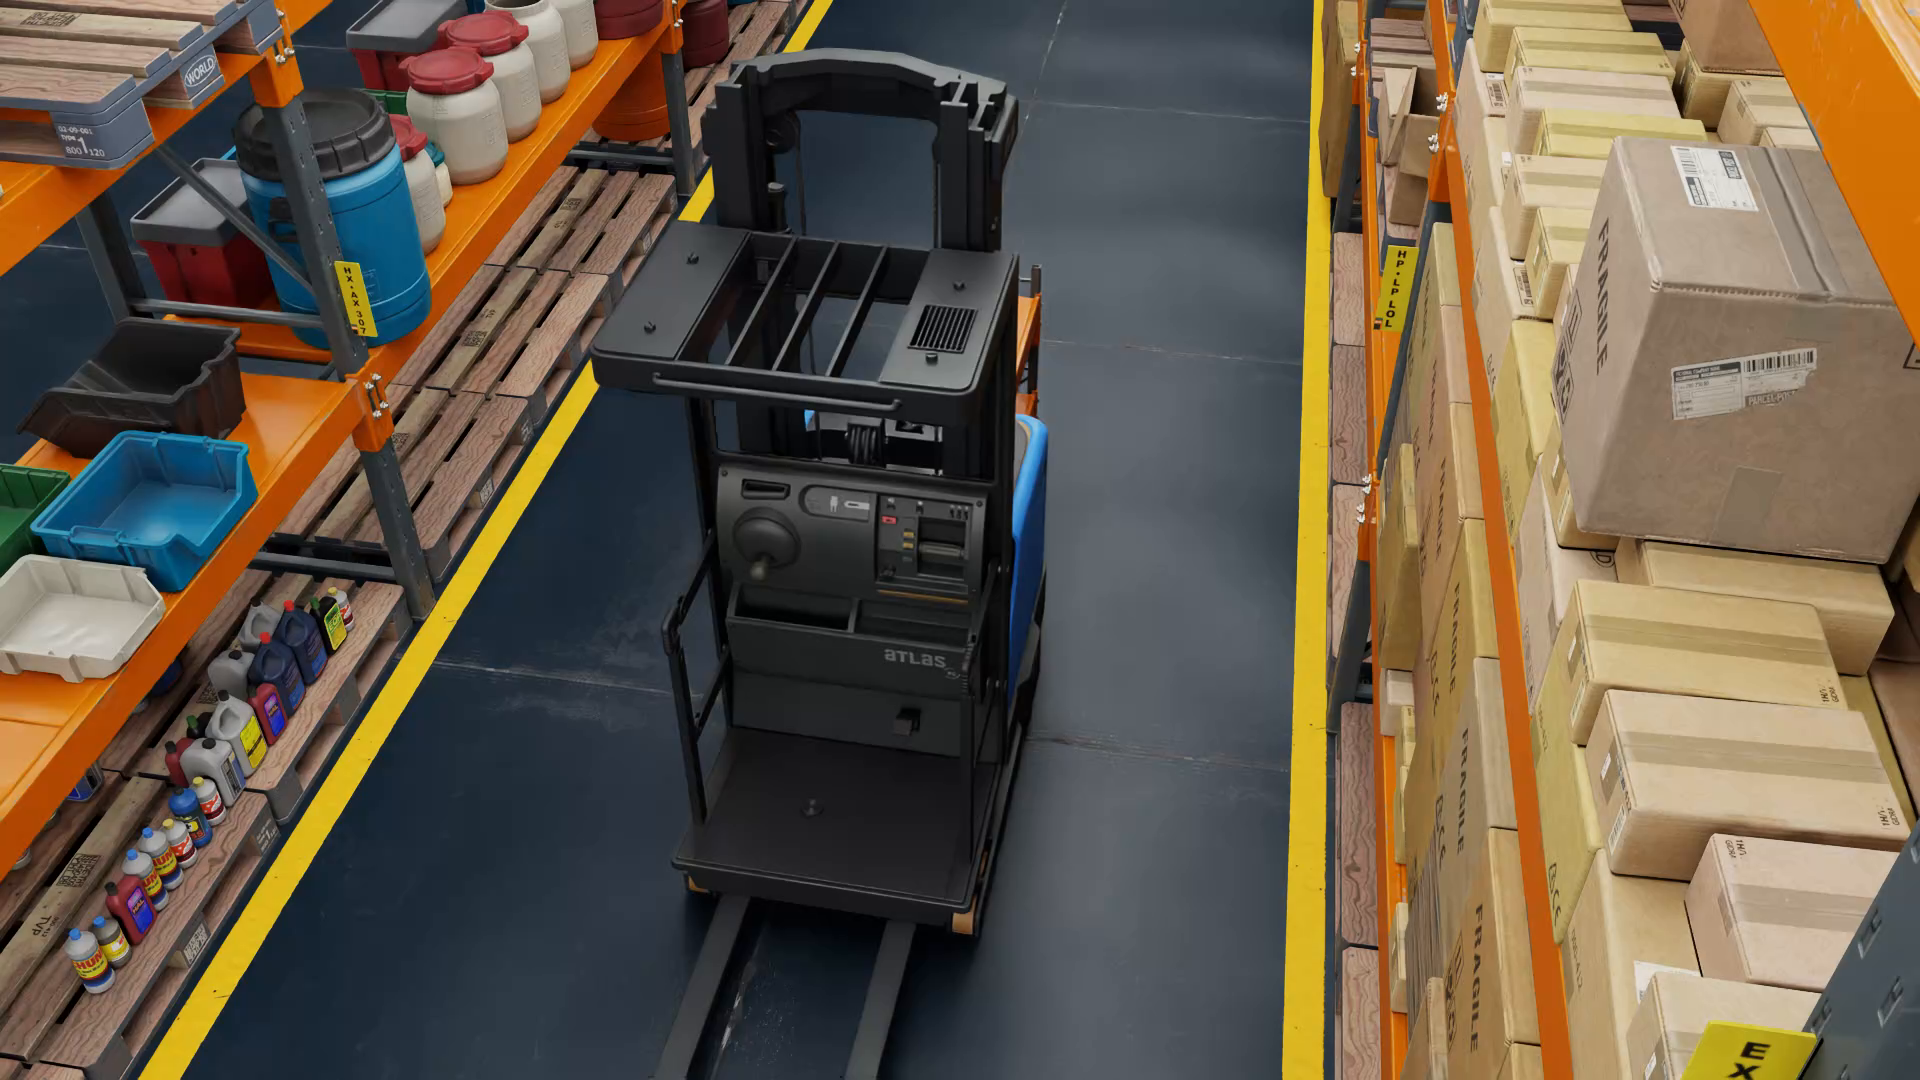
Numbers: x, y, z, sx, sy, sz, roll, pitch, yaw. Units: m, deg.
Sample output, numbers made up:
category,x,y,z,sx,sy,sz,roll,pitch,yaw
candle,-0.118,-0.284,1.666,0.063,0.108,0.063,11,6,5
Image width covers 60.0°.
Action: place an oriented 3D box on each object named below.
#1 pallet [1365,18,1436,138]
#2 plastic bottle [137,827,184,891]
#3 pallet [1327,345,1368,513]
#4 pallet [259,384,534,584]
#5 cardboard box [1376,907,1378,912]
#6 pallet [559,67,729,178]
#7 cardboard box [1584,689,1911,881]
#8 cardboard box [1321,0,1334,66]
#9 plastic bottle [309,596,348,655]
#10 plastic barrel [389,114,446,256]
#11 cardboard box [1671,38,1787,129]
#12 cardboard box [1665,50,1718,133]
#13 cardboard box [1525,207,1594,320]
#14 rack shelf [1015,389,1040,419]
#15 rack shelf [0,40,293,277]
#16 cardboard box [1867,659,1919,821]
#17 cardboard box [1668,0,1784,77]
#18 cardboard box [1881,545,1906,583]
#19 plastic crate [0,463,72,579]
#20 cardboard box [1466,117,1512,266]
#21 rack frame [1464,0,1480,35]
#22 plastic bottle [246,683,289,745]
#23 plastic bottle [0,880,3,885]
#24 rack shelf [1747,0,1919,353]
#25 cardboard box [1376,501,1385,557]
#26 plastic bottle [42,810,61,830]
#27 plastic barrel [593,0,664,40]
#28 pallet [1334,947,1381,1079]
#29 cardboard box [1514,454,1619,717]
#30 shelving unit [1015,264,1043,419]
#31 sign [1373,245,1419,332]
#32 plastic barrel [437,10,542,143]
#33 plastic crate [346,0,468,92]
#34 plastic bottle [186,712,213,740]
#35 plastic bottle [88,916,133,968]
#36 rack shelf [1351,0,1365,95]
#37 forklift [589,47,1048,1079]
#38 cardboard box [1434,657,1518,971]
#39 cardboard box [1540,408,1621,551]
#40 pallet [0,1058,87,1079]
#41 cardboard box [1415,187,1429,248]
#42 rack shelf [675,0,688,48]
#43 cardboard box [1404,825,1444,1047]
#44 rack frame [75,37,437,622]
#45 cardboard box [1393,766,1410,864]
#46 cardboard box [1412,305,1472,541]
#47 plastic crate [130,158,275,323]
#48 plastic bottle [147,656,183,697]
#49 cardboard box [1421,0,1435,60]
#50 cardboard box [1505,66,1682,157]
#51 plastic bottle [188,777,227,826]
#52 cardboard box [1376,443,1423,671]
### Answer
category,x,y,z,sx,sy,sz,roll,pitch,yaw
pallet,2.690,-2.317,8.446,1.213,0.211,1.003,6,40,8
plastic bottle,-2.857,1.125,5.928,0.097,0.271,0.097,0,40,0
pallet,2.358,-0.521,8.312,1.003,0.211,1.213,6,40,8
pallet,-2.764,-0.308,8.054,1.003,0.211,1.213,6,40,8
cardboard box,1.816,1.069,5.832,0.500,0.500,0.500,19,43,21
pallet,-2.075,-2.821,11.093,1.003,0.211,1.213,6,40,8
cardboard box,1.165,0.376,2.489,0.380,0.149,0.250,5,40,6
cardboard box,3.156,-3.738,11.352,1.225,0.875,0.875,5,40,6
plastic bottle,-2.620,0.330,6.880,0.061,0.283,0.133,8,40,10
plastic barrel,-2.481,-1.514,7.218,0.433,0.535,0.433,0,40,0
cardboard box,2.108,-1.198,4.392,0.380,0.149,0.250,7,40,8
cardboard box,2.194,-1.123,4.614,0.500,0.250,0.500,8,40,9
cardboard box,1.468,-0.599,3.668,0.380,0.149,0.250,6,40,7
rack shelf,0.028,-0.338,7.757,0.538,0.278,1.000,7,40,8
rack shelf,-3.208,-0.509,4.319,1.077,0.370,4.000,6,40,8
cardboard box,1.745,0.474,2.683,0.500,0.250,0.500,6,40,7
cardboard box,2.189,-1.531,4.286,0.500,0.500,0.500,5,40,6
cardboard box,1.858,-0.041,2.993,0.380,0.149,0.250,5,40,6
plastic crate,-3.375,0.017,5.639,0.450,0.188,0.662,6,40,8
cardboard box,1.599,-0.851,4.286,0.500,0.250,0.500,6,40,7
rack frame,2.016,-2.651,3.992,1.000,3.000,0.127,6,40,8
plastic bottle,-2.710,0.655,6.487,0.061,0.283,0.133,9,40,11
plastic bottle,-3.493,1.157,5.879,0.061,0.283,0.133,6,40,8
rack shelf,1.670,-1.118,2.704,1.077,0.370,4.000,6,40,8
cardboard box,1.627,0.015,5.672,0.380,0.149,0.250,6,40,8
plastic bottle,-3.422,0.972,6.168,0.097,0.201,0.097,0,40,0
plastic barrel,-1.952,-3.124,9.164,0.600,0.536,0.708,6,40,8
pallet,1.726,1.929,5.349,1.003,0.211,1.213,6,40,8
cardboard box,1.338,0.108,3.126,0.500,0.250,0.500,7,40,9
shelving unit,0.028,-0.526,7.601,0.538,1.125,1.048,7,40,8
sign,1.469,-0.845,5.606,0.100,0.325,0.005,6,40,8
plastic barrel,-2.279,-2.246,8.103,0.433,0.535,0.433,0,40,0
plastic crate,-2.751,-2.440,8.394,0.402,0.464,0.583,6,40,8
plastic bottle,-2.884,0.756,6.365,0.061,0.283,0.133,6,40,8
plastic bottle,-2.916,1.365,5.692,0.097,0.201,0.097,0,40,0
rack shelf,3.054,-3.828,10.687,1.077,0.370,4.000,6,40,8
forklift,-0.411,0.056,5.479,1.130,2.935,3.031,7,40,8
cardboard box,1.346,0.632,3.632,0.500,0.500,0.500,6,40,8
cardboard box,1.297,-0.105,3.071,0.380,0.149,0.250,5,40,5
pallet,-3.442,2.137,5.096,1.003,0.211,1.213,6,40,8
cardboard box,2.292,-1.216,6.163,1.000,1.000,1.000,7,40,8
rack shelf,-1.824,-4.374,11.348,1.077,0.370,4.000,6,40,8
cardboard box,1.544,1.040,3.924,0.875,0.500,0.500,6,40,8
rack frame,-2.862,-0.886,6.564,1.000,3.000,0.127,6,40,8
cardboard box,1.436,0.802,4.720,0.380,0.149,0.250,6,40,8
cardboard box,1.603,-0.310,4.771,0.500,0.500,0.500,6,40,8
plastic crate,-3.080,-1.248,6.952,0.402,0.464,0.583,6,40,8
plastic bottle,-3.268,0.443,6.691,0.144,0.351,0.185,6,40,8
cardboard box,2.654,-2.707,8.359,0.500,0.500,0.500,2,40,2
cardboard box,1.609,-1.078,4.248,0.380,0.149,0.250,7,40,8
plastic bottle,-2.804,0.961,6.181,0.097,0.201,0.097,0,40,0
cardboard box,1.756,0.093,5.068,0.875,0.500,0.500,6,40,8
